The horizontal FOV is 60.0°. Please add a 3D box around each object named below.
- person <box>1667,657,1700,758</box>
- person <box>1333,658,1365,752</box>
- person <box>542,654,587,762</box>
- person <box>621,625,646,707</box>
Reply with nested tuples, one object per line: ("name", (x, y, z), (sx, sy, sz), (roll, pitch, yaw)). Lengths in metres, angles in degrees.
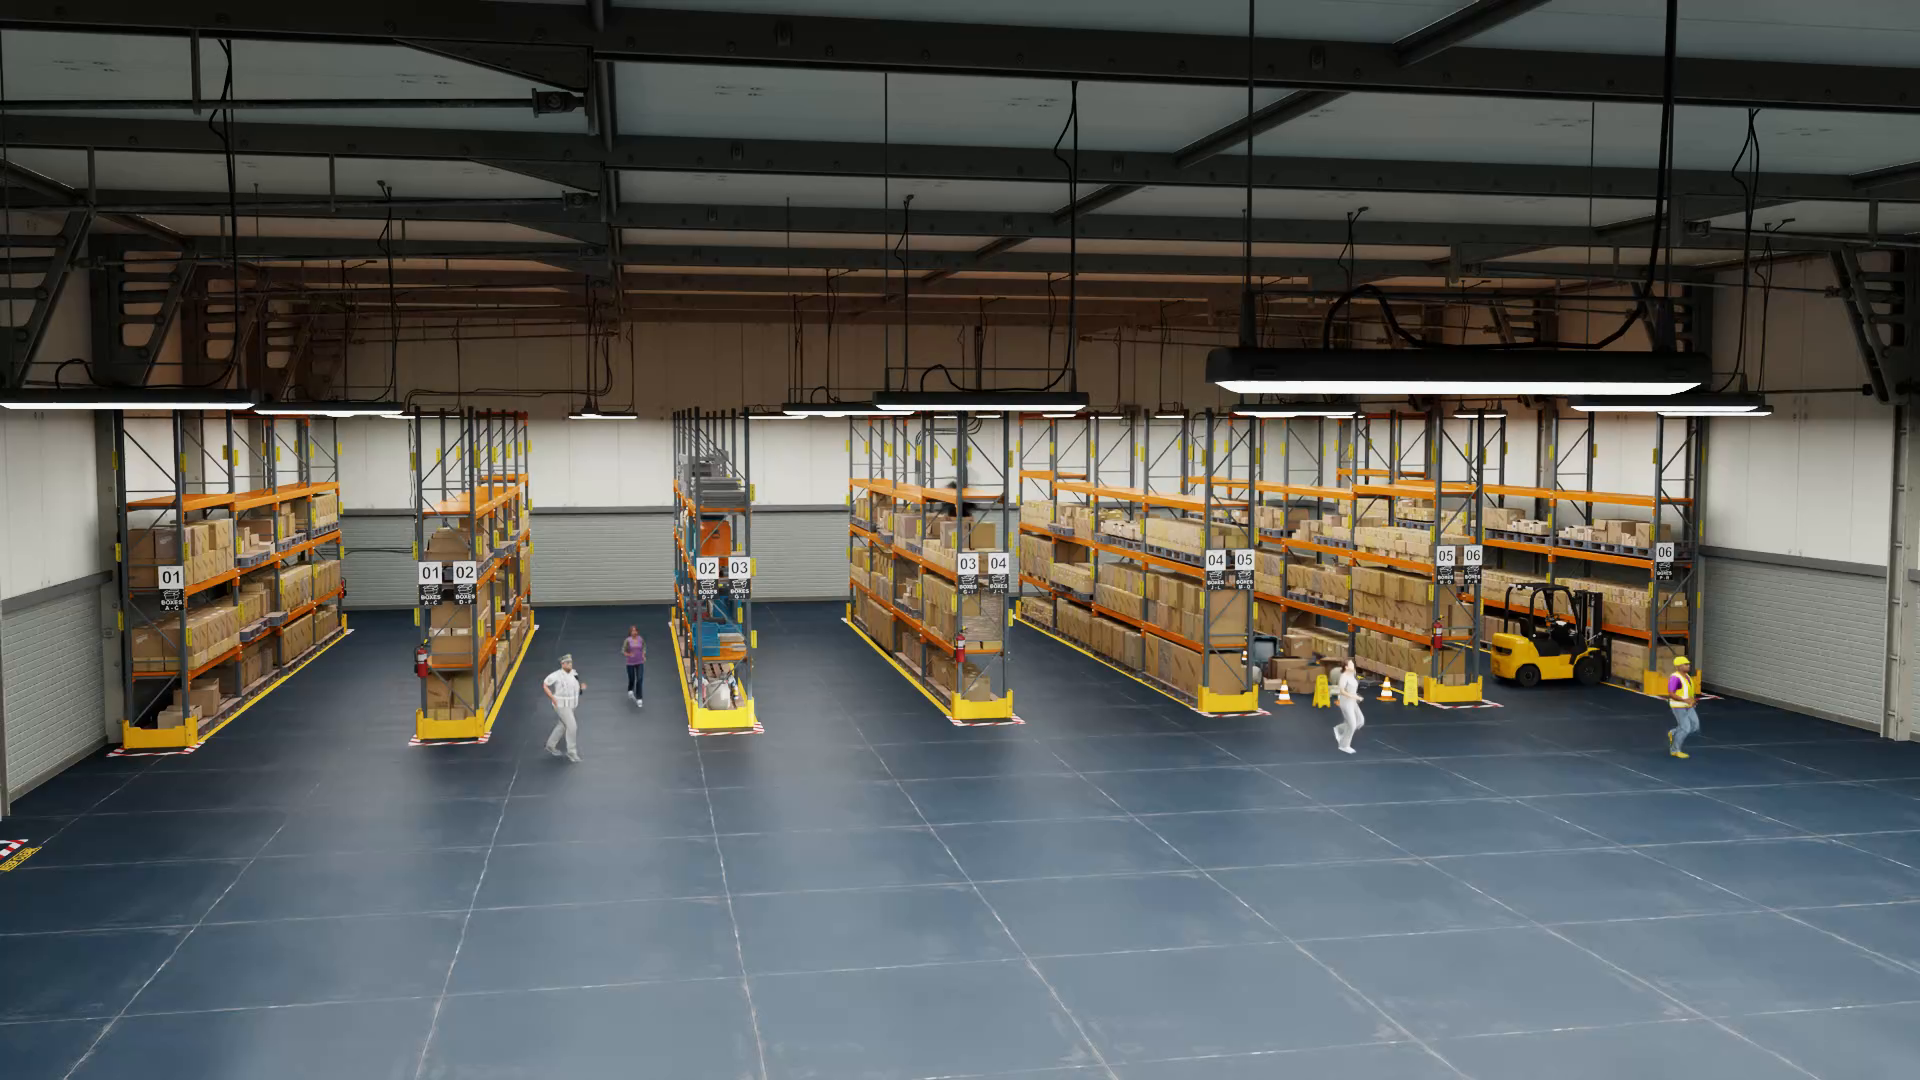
("person", (12.331, 2.847, 28.376), (0.681, 1.723, 0.582), (-4, 5, -42))
("person", (6.735, 2.859, 28.840), (0.578, 1.636, 0.601), (3, 5, 33))
("person", (-6.705, 2.844, 28.227), (0.811, 1.856, 0.629), (2, 4, 20))
("person", (-6.587, 2.524, 33.660), (0.538, 1.605, 0.837), (-2, 4, -21))
